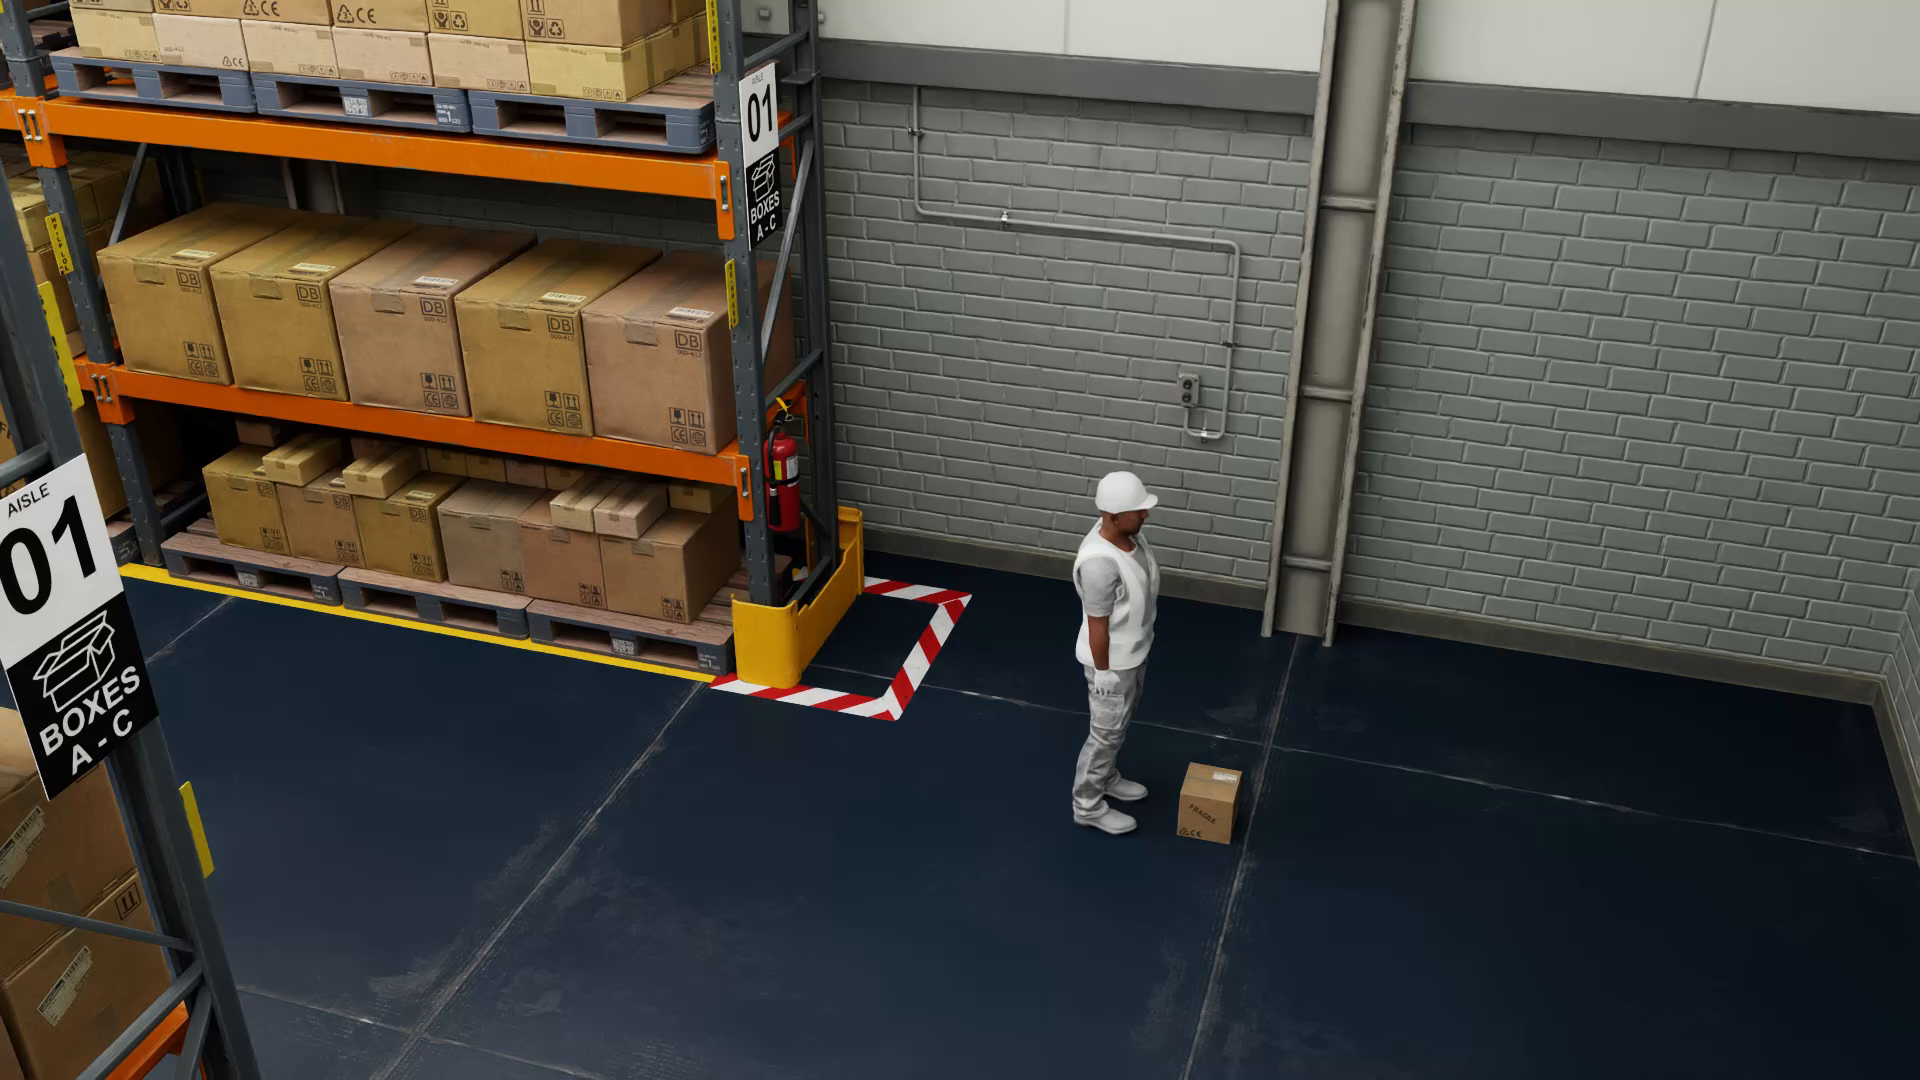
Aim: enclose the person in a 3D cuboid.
[{"bbox_3d":[0.711,0.496,7.594,0.359,1.780,0.545,9,30,16],"label":"person"}]
